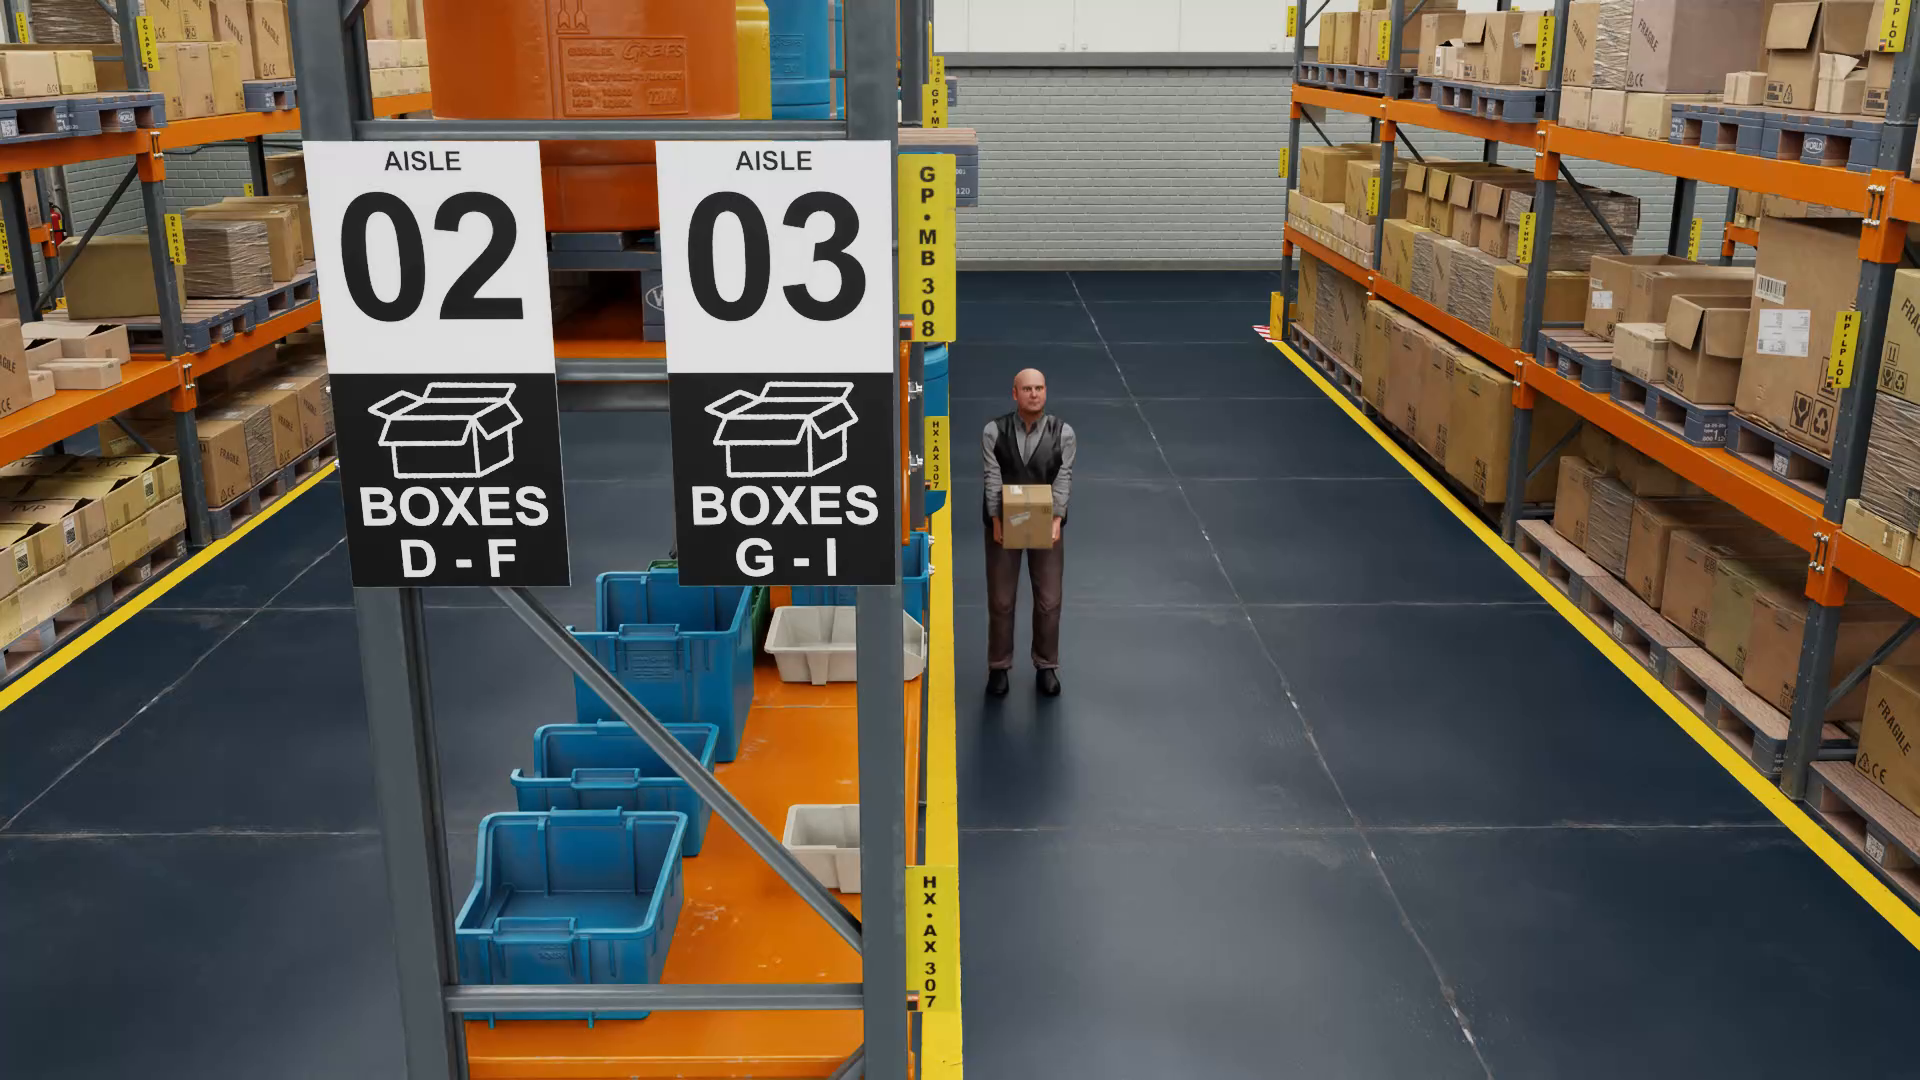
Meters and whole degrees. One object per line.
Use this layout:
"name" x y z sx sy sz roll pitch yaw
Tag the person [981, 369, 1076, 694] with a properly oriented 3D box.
"person" 0.356 -0.015 8.651 0.494 1.711 0.560 0 17 0
